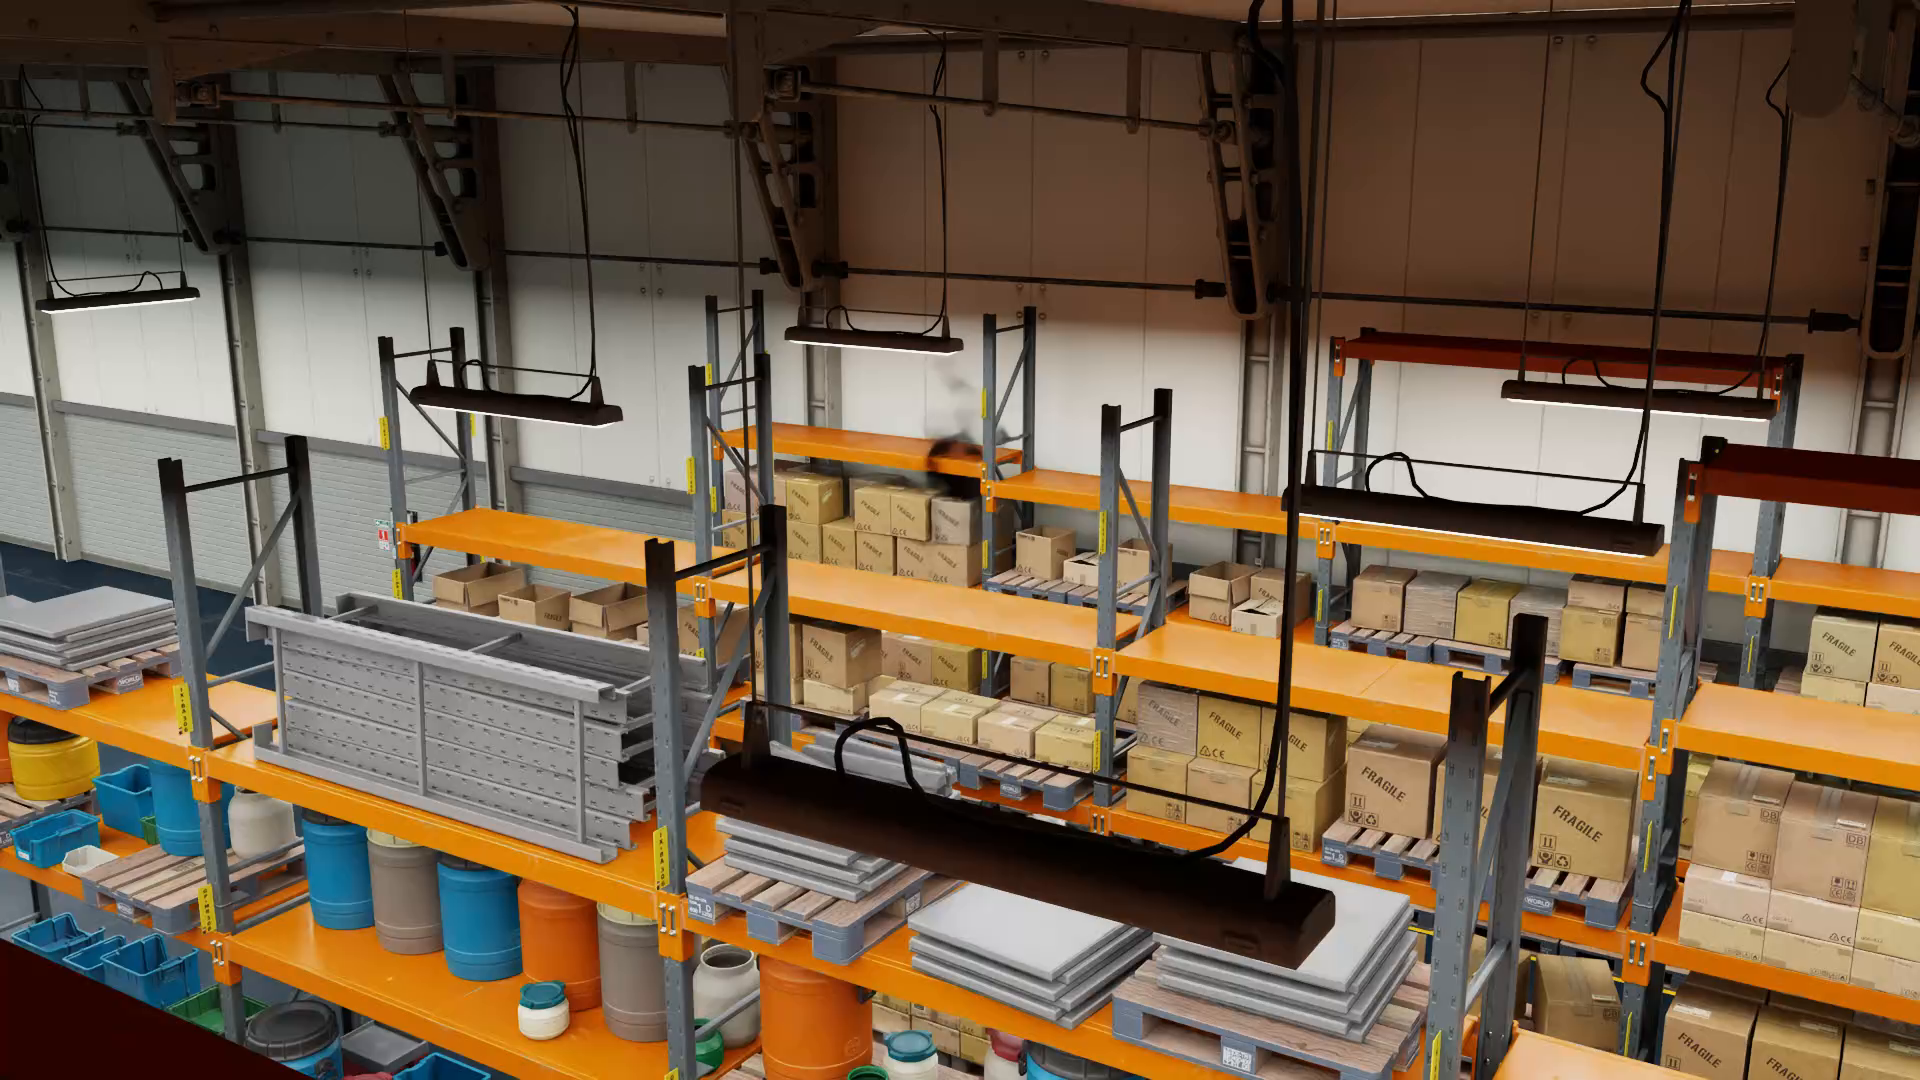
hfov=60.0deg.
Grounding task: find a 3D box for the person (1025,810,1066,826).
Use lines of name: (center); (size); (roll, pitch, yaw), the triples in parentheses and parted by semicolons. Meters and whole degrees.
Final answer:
person: (0.762, 3.294, 16.485); (0.767, 1.728, 0.580); (6, 15, 22)
